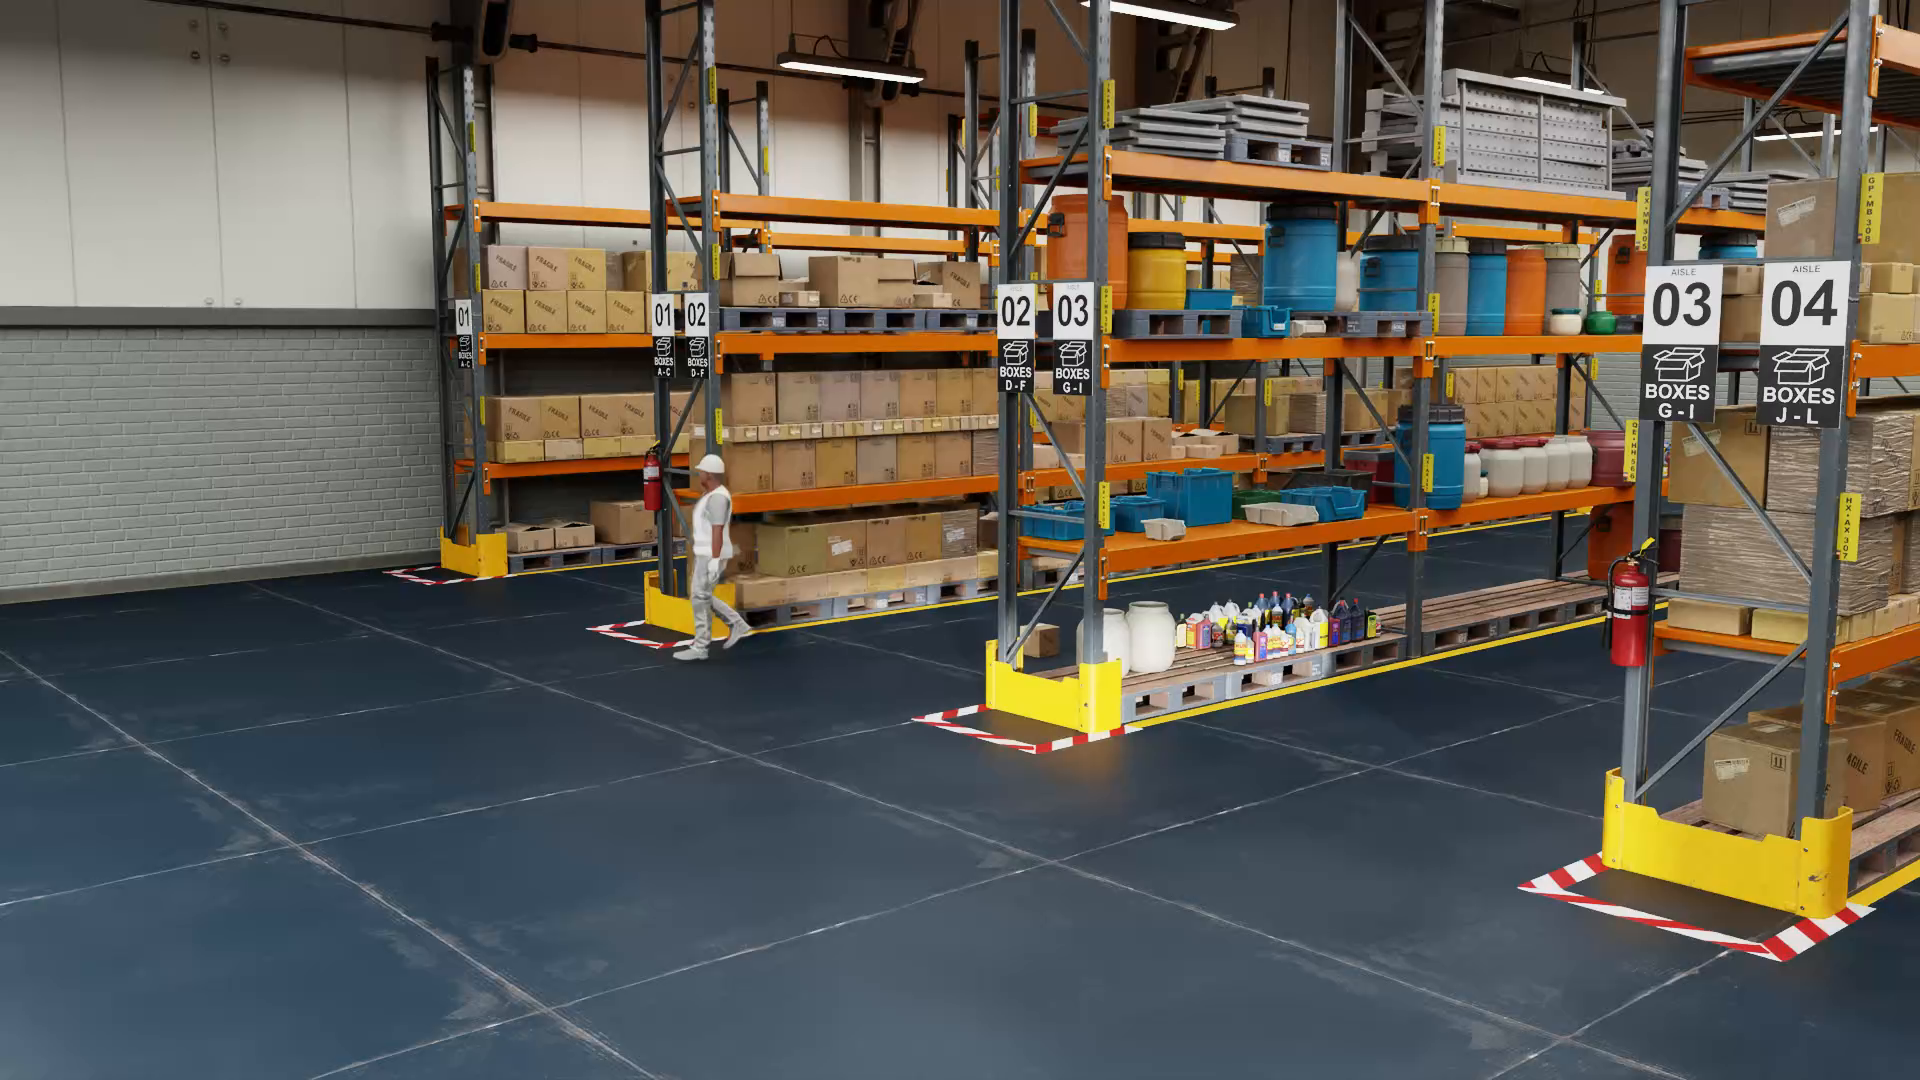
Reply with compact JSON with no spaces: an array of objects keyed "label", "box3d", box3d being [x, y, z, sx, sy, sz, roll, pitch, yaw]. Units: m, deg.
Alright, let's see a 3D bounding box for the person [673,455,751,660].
[{"label":"person","box3d":[-2.163,0.144,14.418,0.700,1.771,0.584,-2,8,-15]}]
